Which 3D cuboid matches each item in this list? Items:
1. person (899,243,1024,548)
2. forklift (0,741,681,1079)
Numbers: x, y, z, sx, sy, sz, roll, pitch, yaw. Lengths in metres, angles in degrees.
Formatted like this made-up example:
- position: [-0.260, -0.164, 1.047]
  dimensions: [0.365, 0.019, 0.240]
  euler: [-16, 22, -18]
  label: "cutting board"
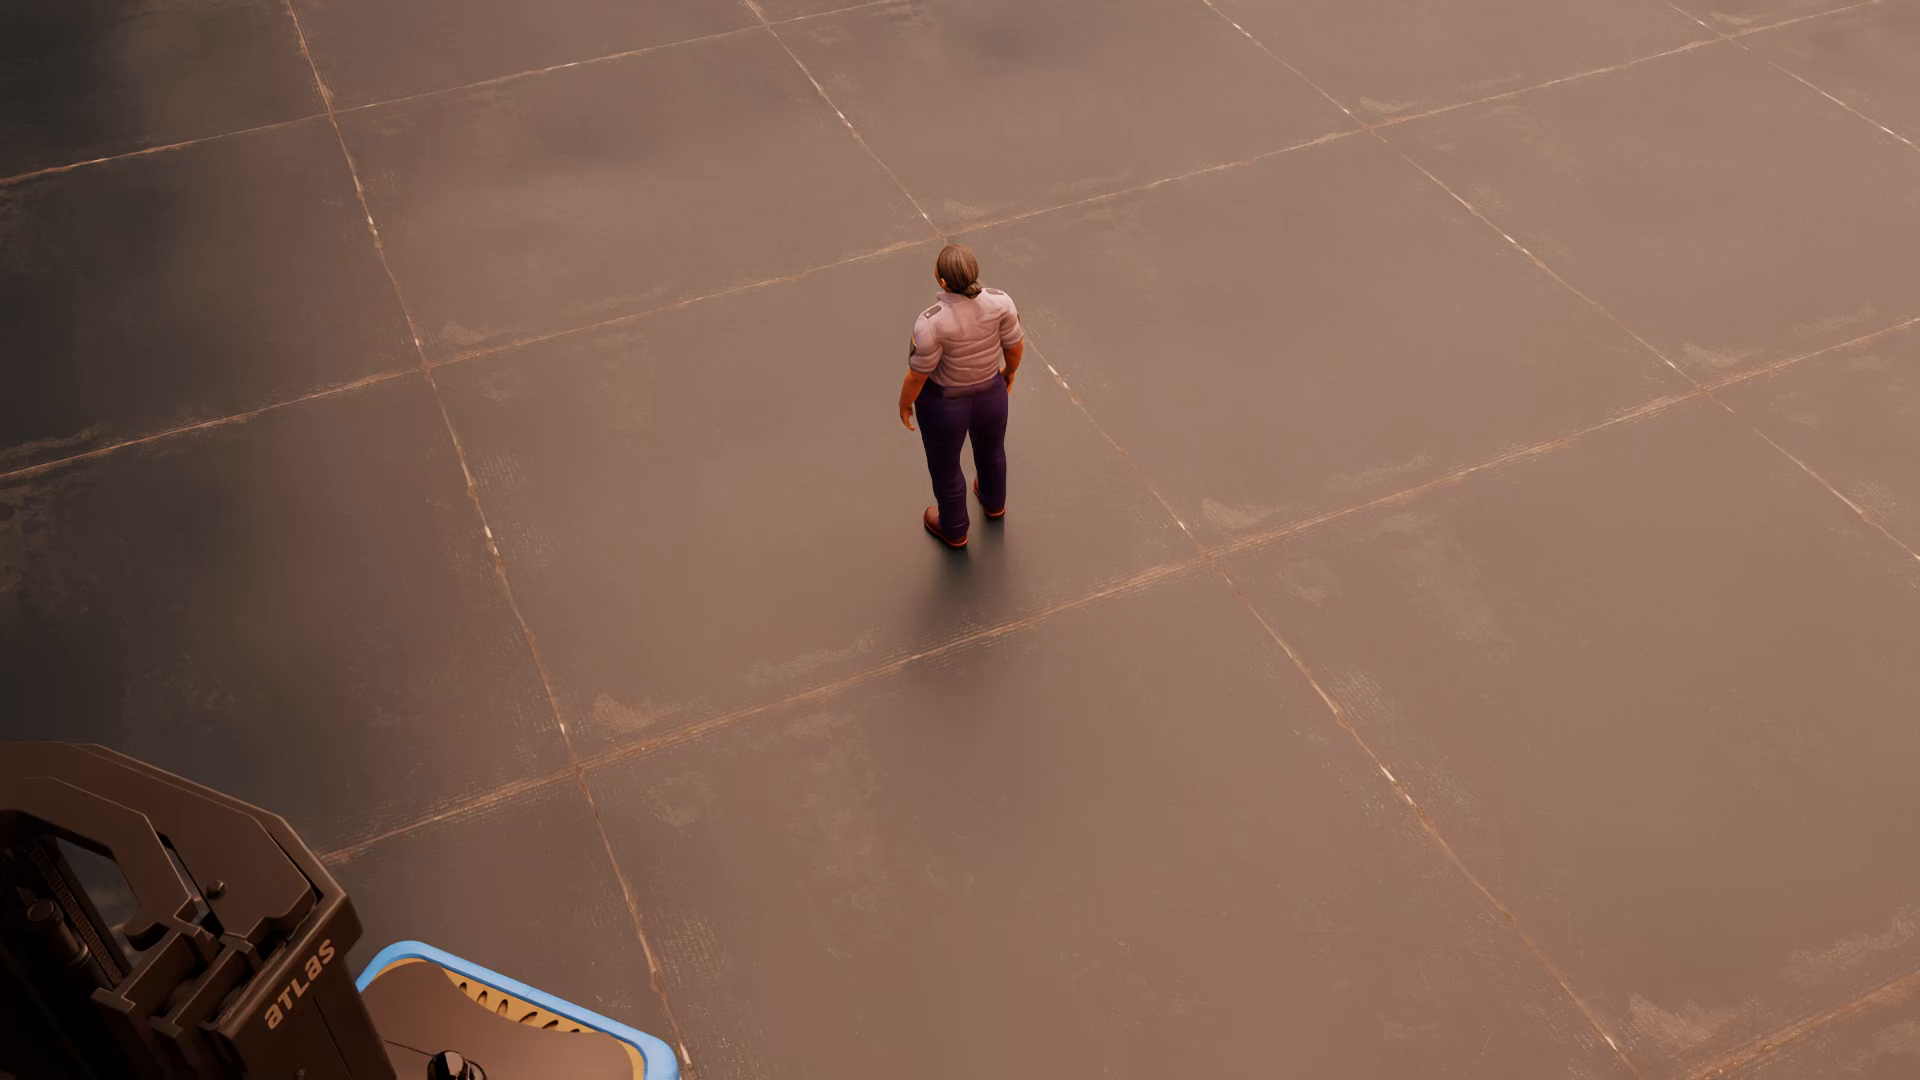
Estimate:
- position: [-0.017, -0.670, 7.327]
  dimensions: [0.598, 1.651, 0.503]
  euler: [-18, 46, -18]
  label: "person"
- position: [-1.831, 1.951, 3.590]
  dimensions: [1.130, 2.935, 3.031]
  euler: [16, 45, 17]
  label: "forklift"
